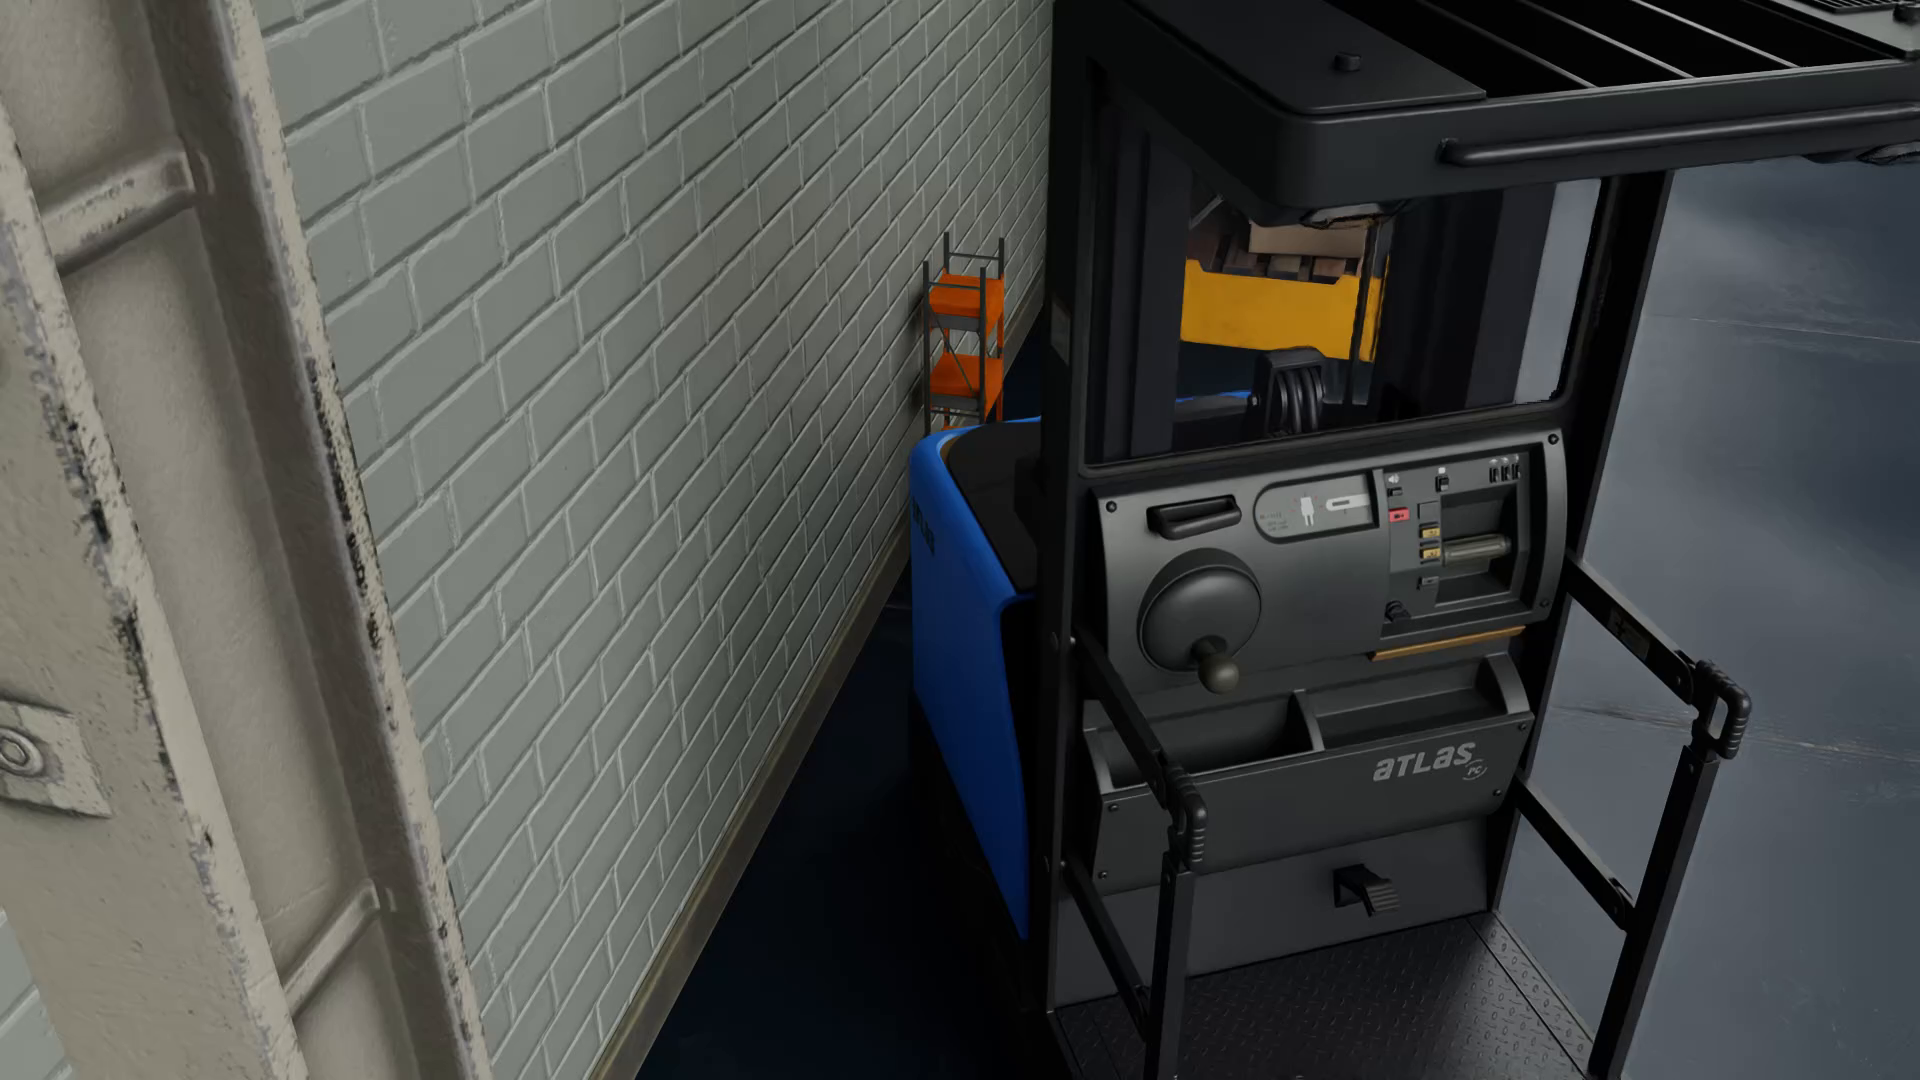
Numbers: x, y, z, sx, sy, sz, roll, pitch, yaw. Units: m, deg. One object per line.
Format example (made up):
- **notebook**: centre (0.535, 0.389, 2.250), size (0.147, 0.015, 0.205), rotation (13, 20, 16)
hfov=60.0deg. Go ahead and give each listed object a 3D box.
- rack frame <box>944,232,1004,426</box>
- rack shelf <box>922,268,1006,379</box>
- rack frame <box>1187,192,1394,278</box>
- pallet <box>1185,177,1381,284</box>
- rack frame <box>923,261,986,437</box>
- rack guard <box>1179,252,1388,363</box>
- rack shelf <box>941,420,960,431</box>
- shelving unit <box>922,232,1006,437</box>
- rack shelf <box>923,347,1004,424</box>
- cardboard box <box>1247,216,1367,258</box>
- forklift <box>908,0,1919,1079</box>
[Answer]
- **rack frame**: centre (0.045, -0.534, 5.612), size (0.200, 1.050, 0.008), rotation (8, 33, 12)
- **rack shelf**: centre (0.014, -0.701, 5.365), size (0.215, 0.259, 0.240), rotation (8, 33, 12)
- **rack frame**: centre (1.287, -2.113, 6.278), size (1.000, 3.000, 0.127), rotation (8, 33, 12)
- **pallet**: centre (1.547, -1.393, 7.744), size (1.003, 0.211, 1.213), rotation (8, 33, 12)
- **rack frame**: centre (-0.017, -0.408, 5.412), size (0.200, 1.050, 0.008), rotation (8, 33, 12)
- **rack guard**: centre (1.306, -1.098, 7.011), size (1.175, 0.500, 0.348), rotation (8, 33, 12)
- **rack shelf**: centre (0.014, -0.227, 5.667), size (0.215, 0.259, 0.240), rotation (8, 33, 12)
- **shelving unit**: centre (0.014, -0.471, 5.512), size (0.215, 1.050, 0.252), rotation (8, 33, 12)
- **rack shelf**: centre (0.014, -0.462, 5.518), size (0.215, 0.259, 0.240), rotation (8, 33, 12)
- **cardboard box**: centre (1.550, -1.511, 7.427), size (0.500, 0.311, 0.500), rotation (4, 33, 7)
- **forklift**: centre (0.756, 0.087, 2.881), size (1.130, 2.935, 3.031), rotation (-9, 33, -14)
